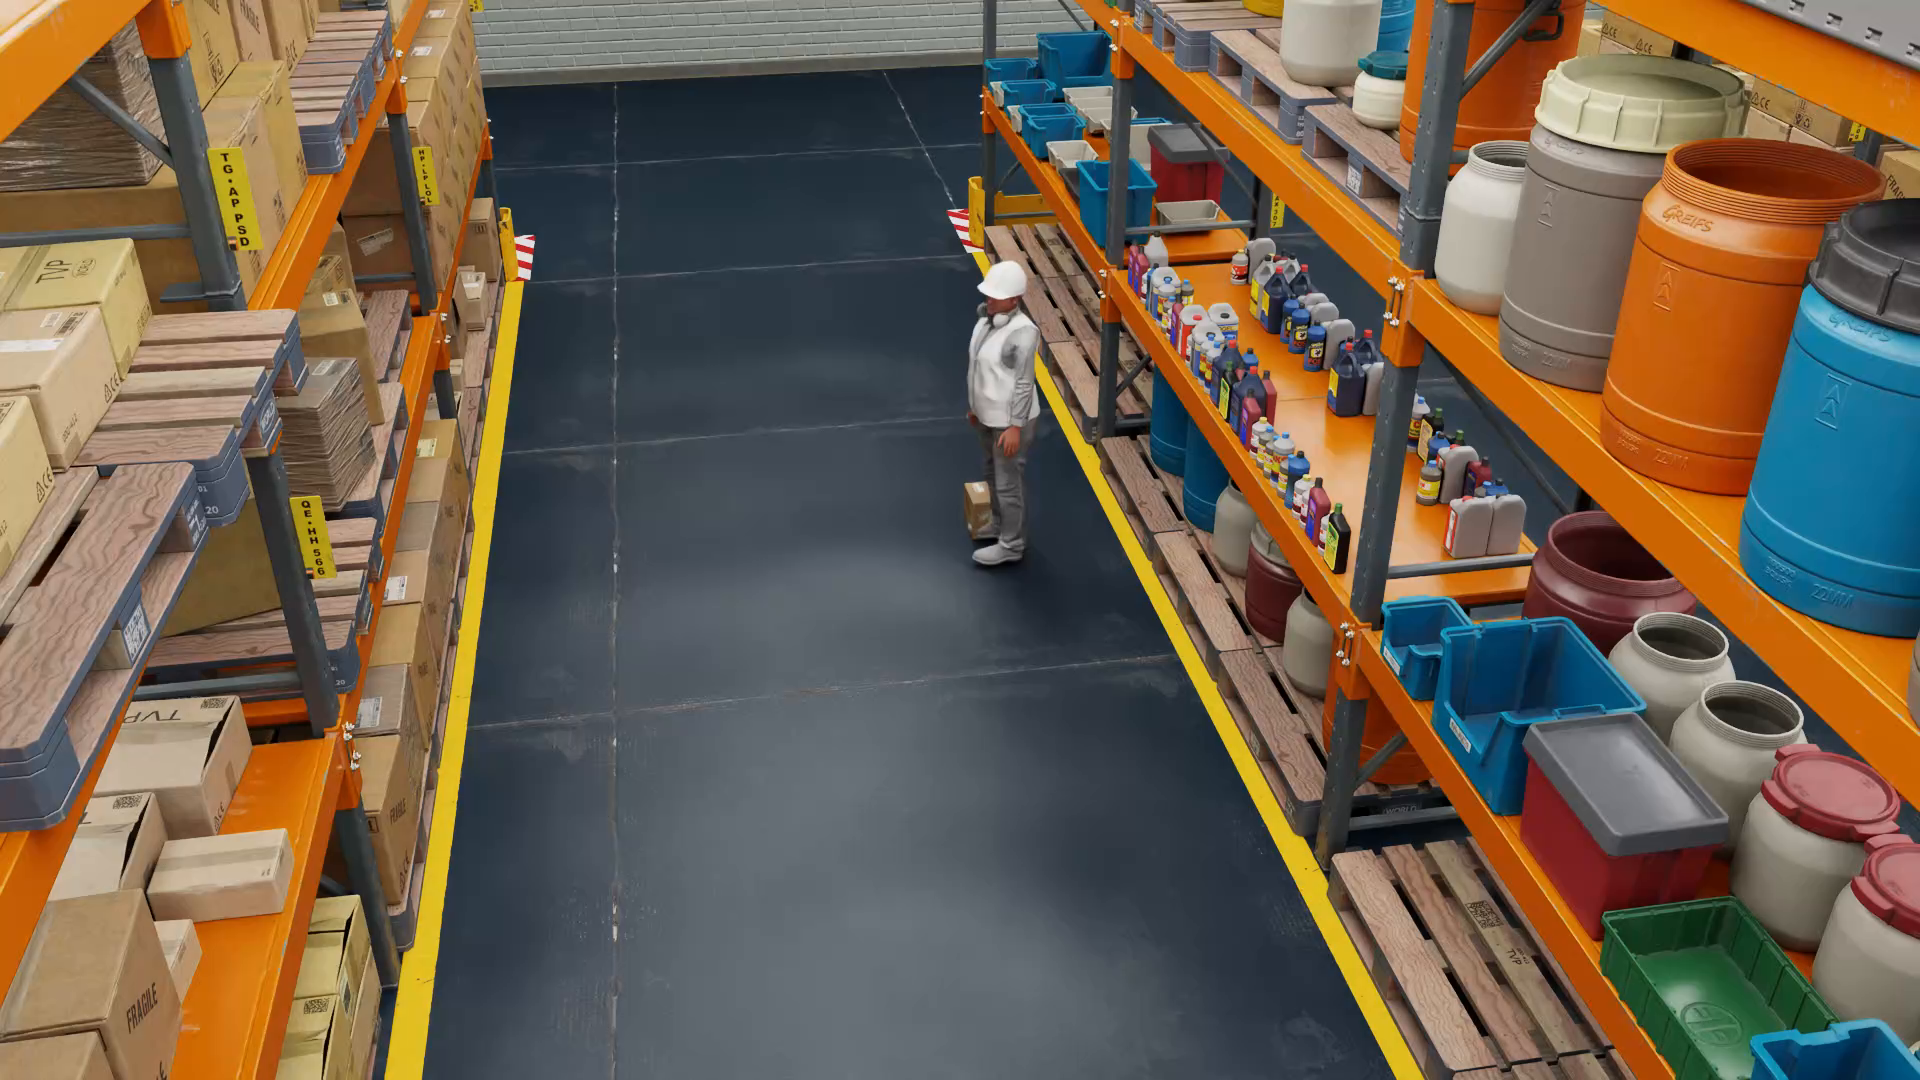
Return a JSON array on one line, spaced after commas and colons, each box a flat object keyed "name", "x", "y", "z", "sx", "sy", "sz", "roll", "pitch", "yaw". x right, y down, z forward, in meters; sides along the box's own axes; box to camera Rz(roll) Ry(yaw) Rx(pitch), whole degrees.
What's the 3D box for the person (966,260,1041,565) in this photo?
[{"name": "person", "x": 0.216, "y": -0.706, "z": 9.260, "sx": 0.385, "sy": 1.784, "sz": 0.577, "roll": -12, "pitch": 32, "yaw": -19}]
